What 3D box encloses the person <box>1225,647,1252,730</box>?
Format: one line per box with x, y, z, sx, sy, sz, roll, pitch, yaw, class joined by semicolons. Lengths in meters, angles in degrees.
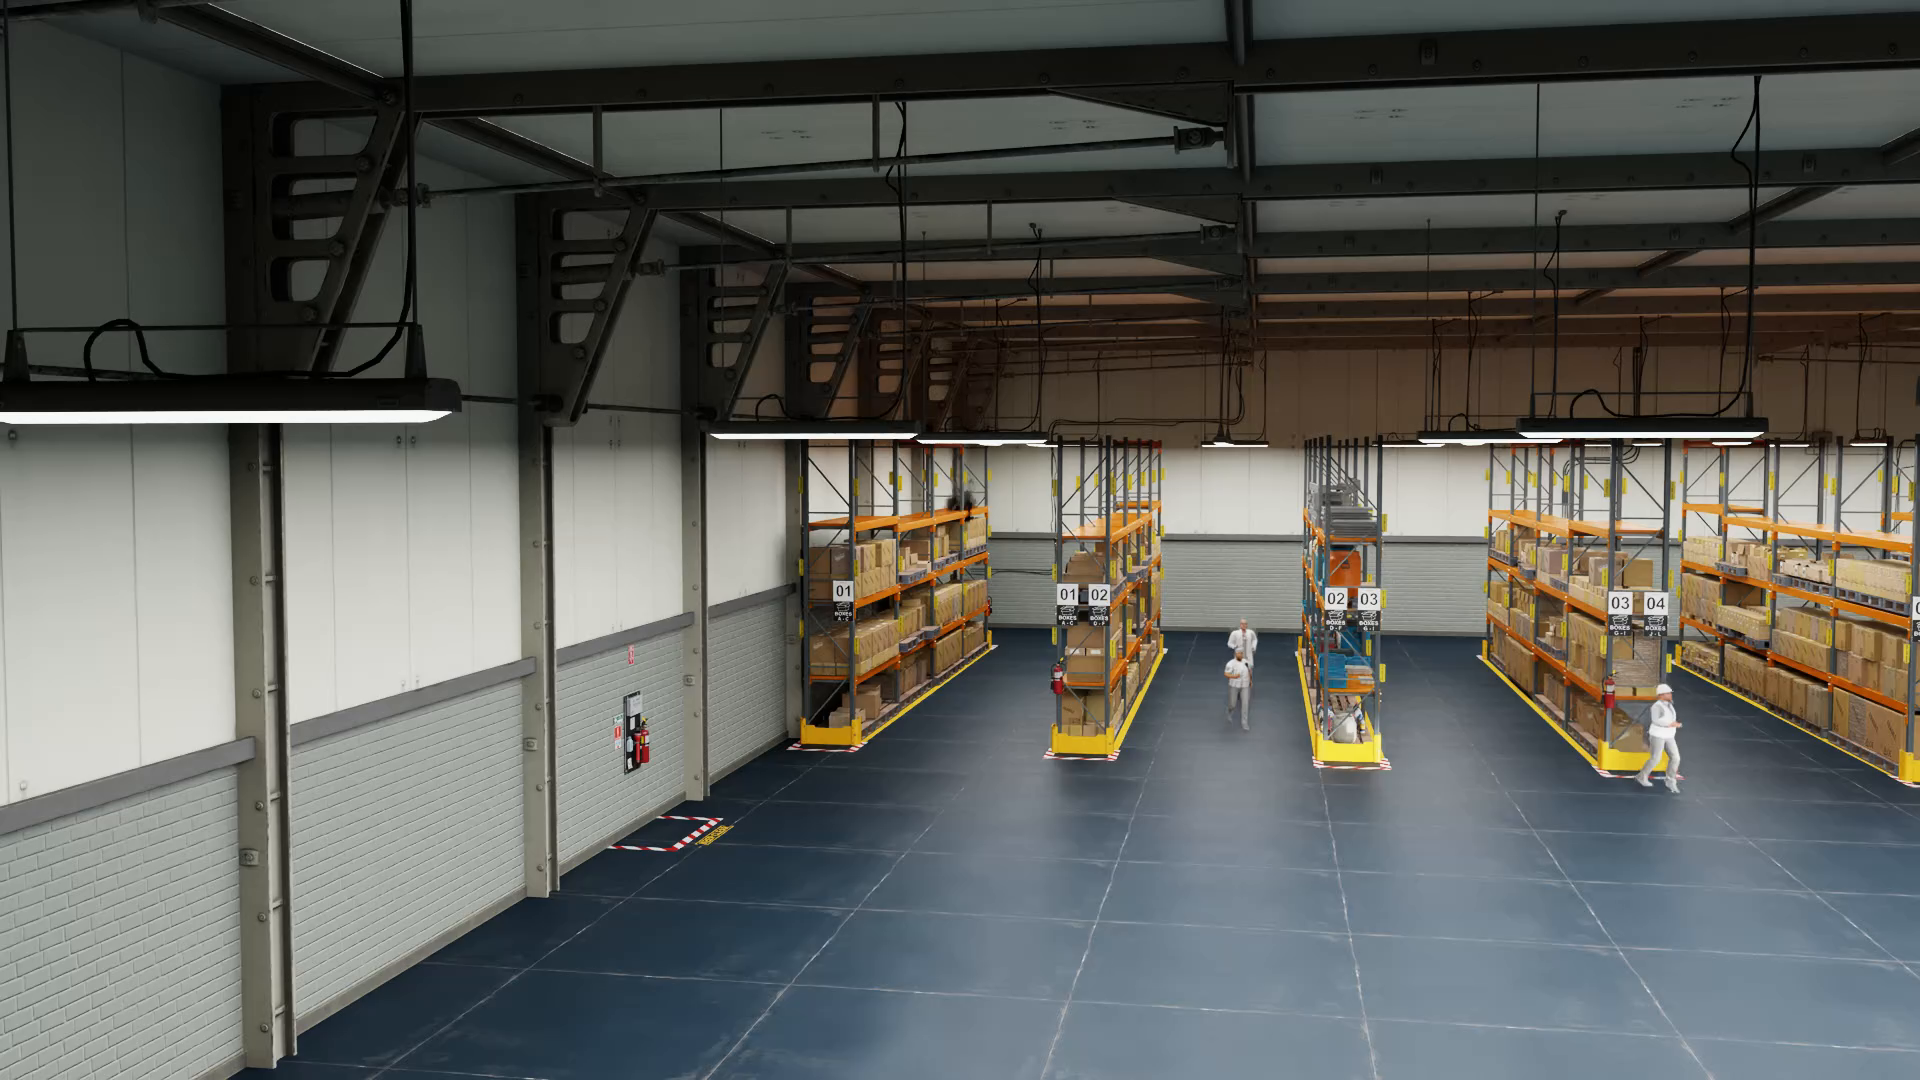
5.754;3.033;34.297;0.619;1.642;0.897;0;3;-6;person

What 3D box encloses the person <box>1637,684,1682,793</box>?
11.797;3.338;27.945;0.670;1.849;0.759;-2;4;-36;person

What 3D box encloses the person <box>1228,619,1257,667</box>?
6.619;2.736;38.851;0.710;1.771;0.993;0;3;1;person
